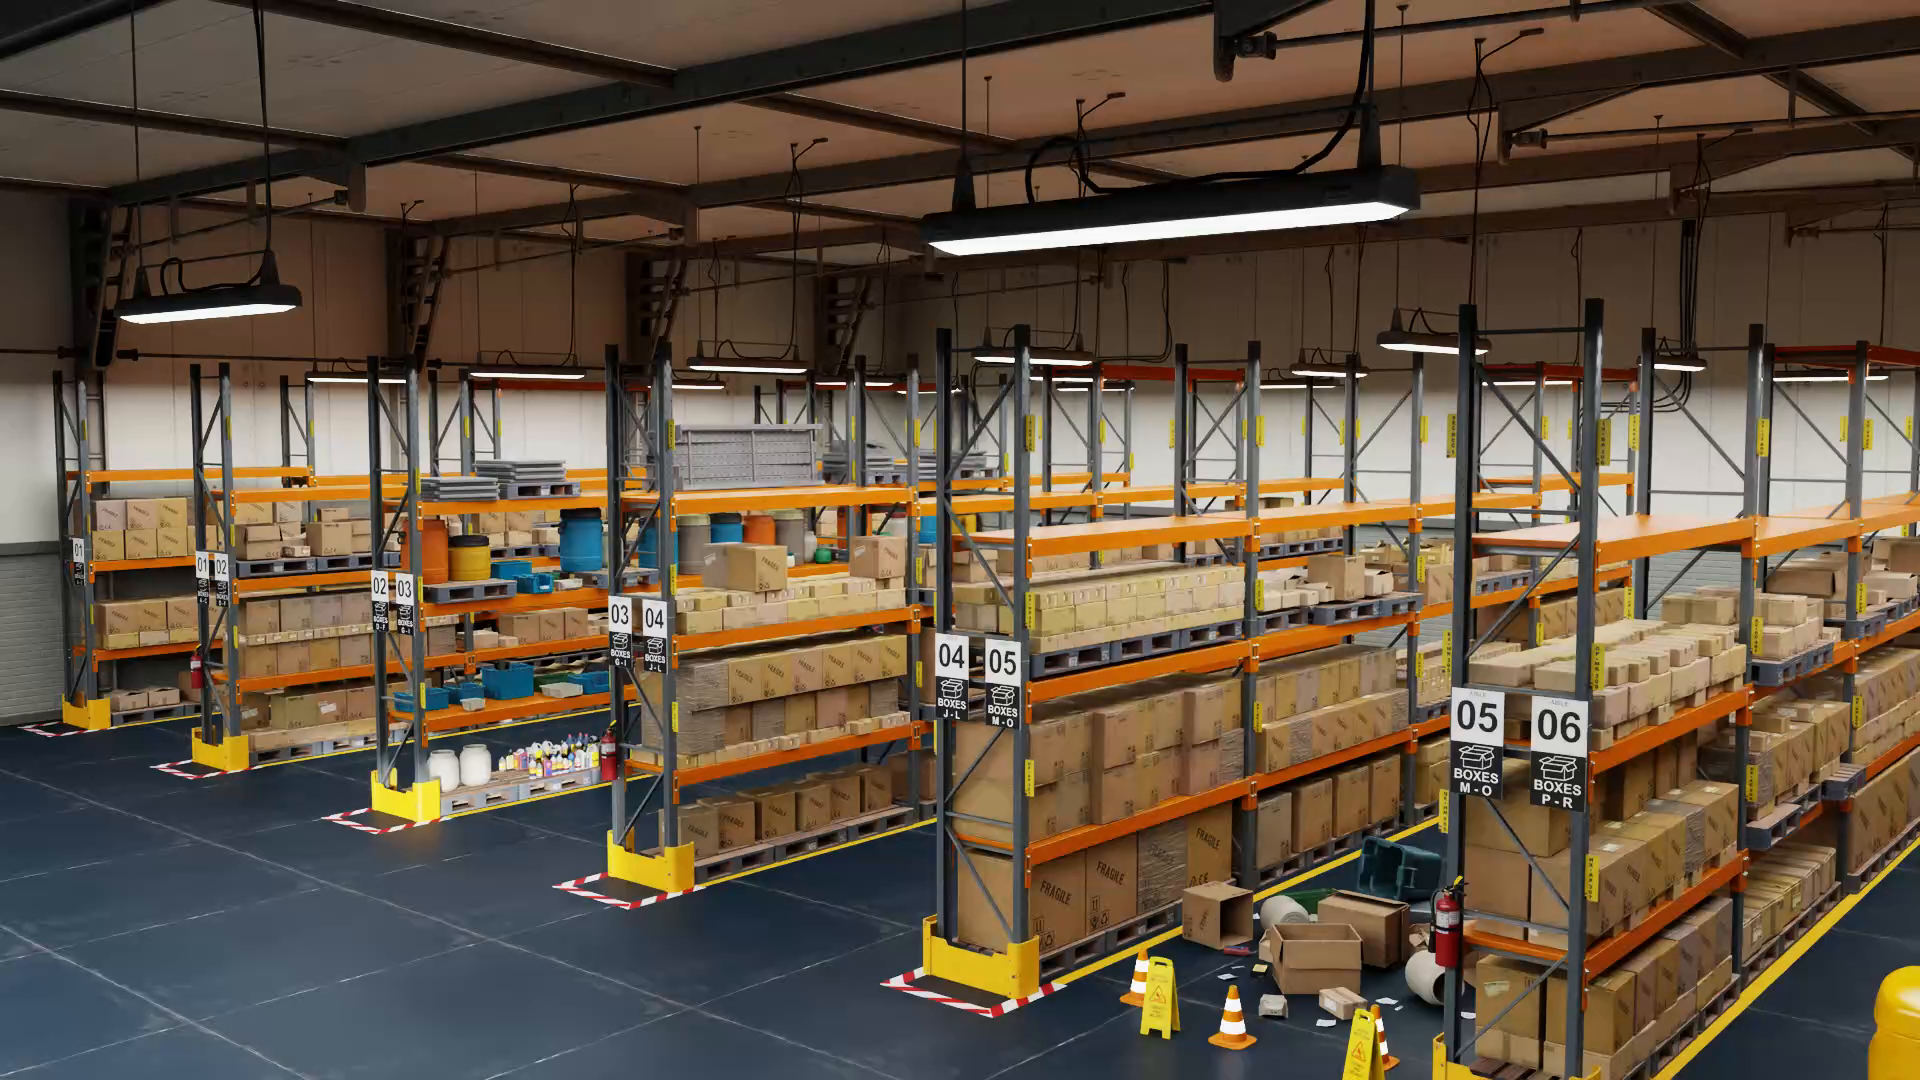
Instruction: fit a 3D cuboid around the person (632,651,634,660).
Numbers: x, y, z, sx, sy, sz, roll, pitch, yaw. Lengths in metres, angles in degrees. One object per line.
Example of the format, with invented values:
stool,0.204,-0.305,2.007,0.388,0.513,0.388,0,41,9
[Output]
person,-6.840,1.943,33.788,0.643,1.625,0.649,3,5,33
